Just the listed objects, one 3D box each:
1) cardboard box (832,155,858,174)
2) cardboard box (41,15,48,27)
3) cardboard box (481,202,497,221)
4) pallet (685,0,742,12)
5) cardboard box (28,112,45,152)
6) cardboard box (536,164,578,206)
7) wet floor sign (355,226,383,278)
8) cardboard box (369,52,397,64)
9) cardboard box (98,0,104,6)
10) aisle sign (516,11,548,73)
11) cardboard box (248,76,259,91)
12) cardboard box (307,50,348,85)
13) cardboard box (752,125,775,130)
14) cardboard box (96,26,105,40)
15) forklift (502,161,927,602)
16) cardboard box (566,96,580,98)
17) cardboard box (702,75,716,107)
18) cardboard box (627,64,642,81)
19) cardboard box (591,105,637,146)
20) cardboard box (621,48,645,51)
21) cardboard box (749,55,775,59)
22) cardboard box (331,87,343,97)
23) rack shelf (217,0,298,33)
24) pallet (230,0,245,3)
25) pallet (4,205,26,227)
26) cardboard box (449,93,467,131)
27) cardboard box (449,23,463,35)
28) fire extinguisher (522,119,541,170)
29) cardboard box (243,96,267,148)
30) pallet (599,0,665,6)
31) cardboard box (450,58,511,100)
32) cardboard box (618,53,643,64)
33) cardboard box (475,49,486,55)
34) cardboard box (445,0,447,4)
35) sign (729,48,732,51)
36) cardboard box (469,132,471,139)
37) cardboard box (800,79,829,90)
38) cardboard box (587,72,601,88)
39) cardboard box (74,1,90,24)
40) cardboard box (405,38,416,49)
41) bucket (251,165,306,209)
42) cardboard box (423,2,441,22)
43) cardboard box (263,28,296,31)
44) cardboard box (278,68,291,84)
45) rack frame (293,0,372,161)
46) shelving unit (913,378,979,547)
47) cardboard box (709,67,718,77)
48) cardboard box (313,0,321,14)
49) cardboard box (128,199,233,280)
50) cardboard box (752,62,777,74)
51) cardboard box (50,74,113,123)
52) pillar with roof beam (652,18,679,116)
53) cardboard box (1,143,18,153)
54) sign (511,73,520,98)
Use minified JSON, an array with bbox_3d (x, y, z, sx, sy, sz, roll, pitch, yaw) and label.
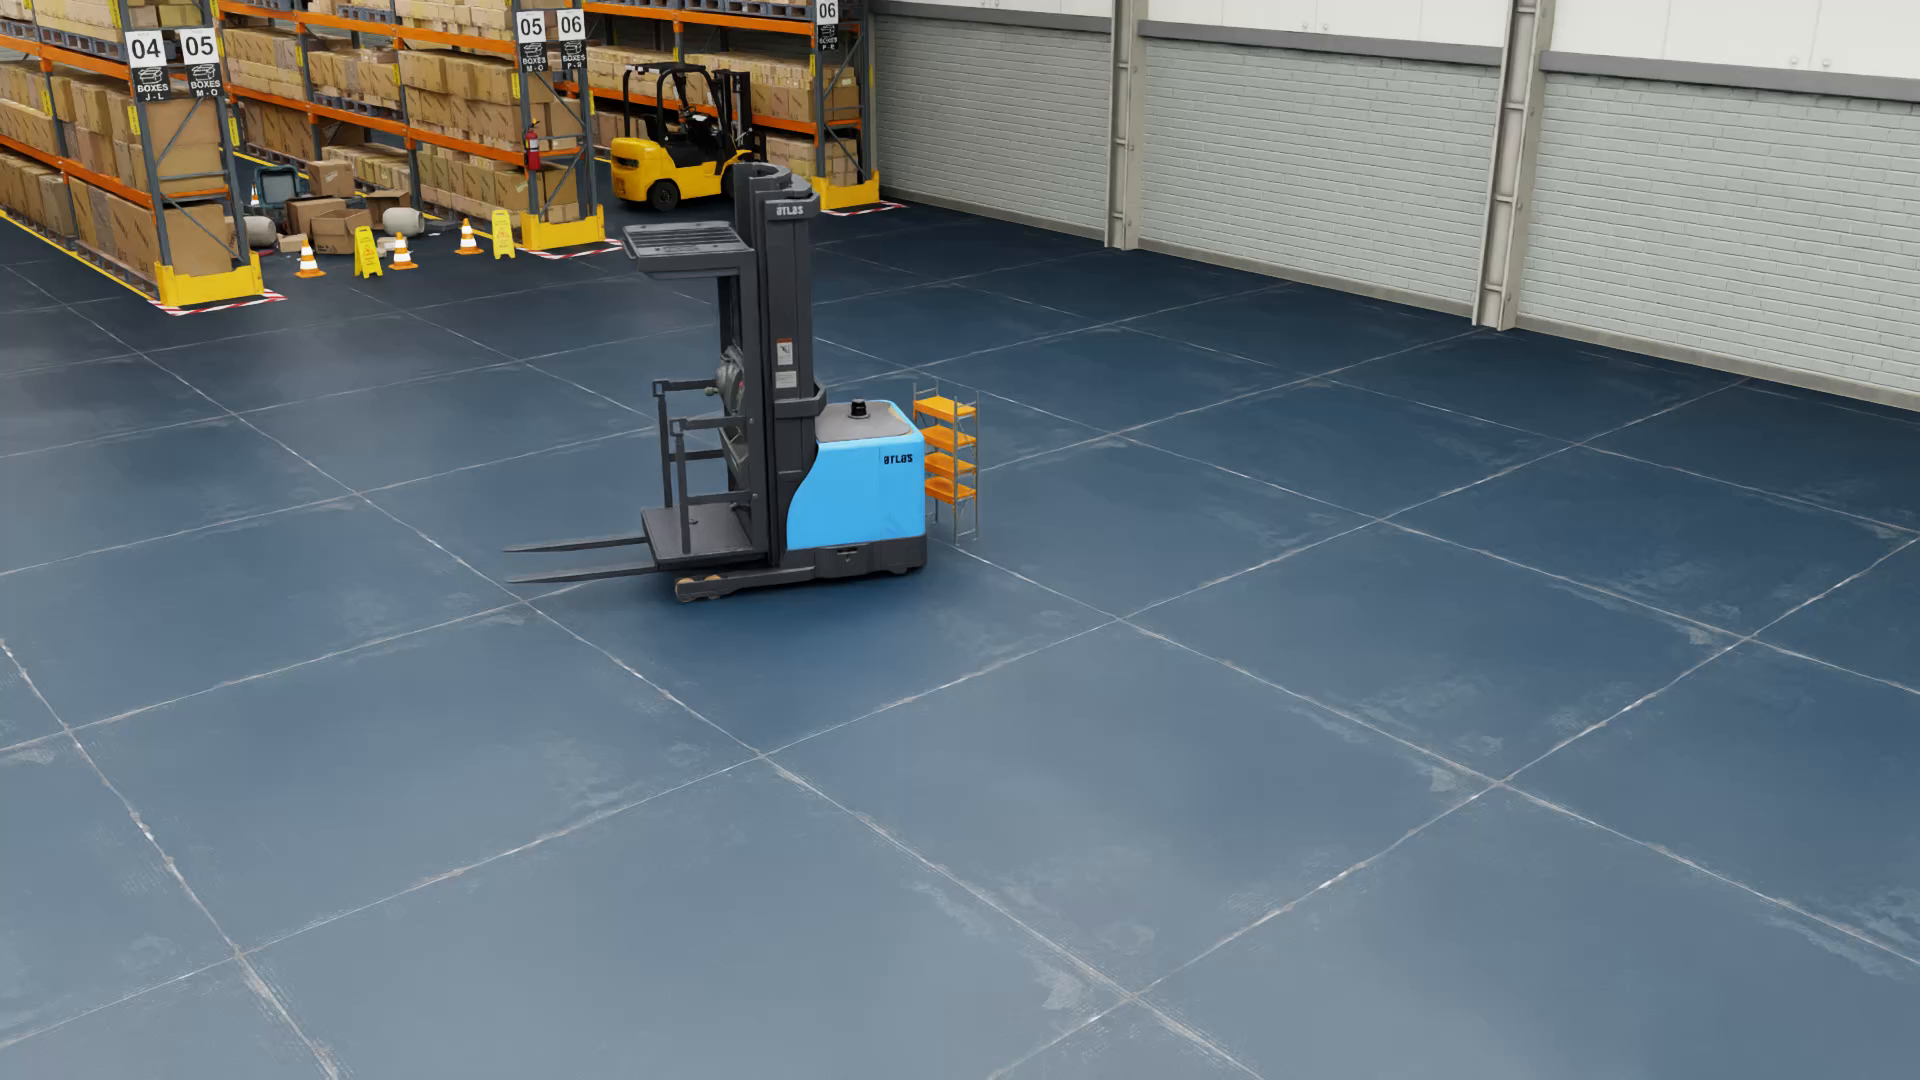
[{"bbox_3d":[-2.001,-6.128,27.025,0.500,0.250,0.500,-17,27,-36],"label":"cardboard box"},{"bbox_3d":[-11.754,-6.786,21.715,0.380,0.149,0.250,-17,27,-37],"label":"cardboard box"},{"bbox_3d":[-6.673,-4.837,24.416,0.500,0.250,0.500,-17,27,-37],"label":"cardboard box"},{"bbox_3d":[-3.886,-9.031,27.938,1.003,0.211,1.213,-17,27,-37],"label":"pallet"},{"bbox_3d":[-12.777,-5.783,23.499,0.500,0.500,0.500,-18,28,-38],"label":"cardboard box"},{"bbox_3d":[-5.942,-5.177,24.255,0.500,0.500,0.500,-19,28,-39],"label":"cardboard box"},{"bbox_3d":[-7.774,-3.778,21.746,0.232,0.644,0.267,17,27,36],"label":"wet floor sign"},{"bbox_3d":[-9.152,-7.667,26.435,0.380,0.149,0.250,-18,28,-39],"label":"cardboard box"},{"bbox_3d":[-9.932,-6.386,19.601,0.380,0.149,0.250,-17,27,-37],"label":"cardboard box"},{"bbox_3d":[-5.789,-6.742,22.520,0.394,0.787,0.004,-17,27,-37],"label":"aisle sign"},{"bbox_3d":[-12.694,-8.391,30.500,0.500,0.250,0.500,-18,28,-38],"label":"cardboard box"},{"bbox_3d":[-10.713,-8.029,28.250,0.500,0.500,0.500,-18,28,-39],"label":"cardboard box"},{"bbox_3d":[-3.333,-6.917,28.355,0.500,0.250,0.500,-17,27,-37],"label":"cardboard box"},{"bbox_3d":[-10.099,-6.085,19.925,0.380,0.149,0.250,-17,27,-37],"label":"cardboard box"},{"bbox_3d":[-1.819,-1.137,11.868,3.031,2.935,1.130,-6,22,-15],"label":"forklift"},{"bbox_3d":[-7.661,-8.789,33.273,0.380,0.149,0.250,-19,28,-40],"label":"cardboard box"},{"bbox_3d":[-4.018,-7.627,28.208,0.500,0.500,0.500,-17,27,-37],"label":"cardboard box"},{"bbox_3d":[-5.647,-8.426,29.905,0.500,0.250,0.500,-17,27,-36],"label":"cardboard box"},{"bbox_3d":[-6.677,-7.925,31.785,0.875,0.625,0.625,-16,27,-36],"label":"cardboard box"},{"bbox_3d":[-6.116,-9.135,31.166,0.380,0.149,0.250,-18,28,-38],"label":"cardboard box"},{"bbox_3d":[-3.345,-8.096,28.108,0.380,0.149,0.250,-18,28,-38],"label":"cardboard box"},{"bbox_3d":[-10.293,-7.519,27.836,0.380,0.149,0.250,-17,27,-37],"label":"cardboard box"},{"bbox_3d":[-12.137,-9.442,29.852,1.077,0.370,4.000,-17,27,-37],"label":"rack shelf"},{"bbox_3d":[-12.806,-9.999,30.550,0.805,0.209,1.217,-19,28,-39],"label":"pallet"},{"bbox_3d":[-14.058,-5.087,25.684,1.003,0.211,1.213,-17,27,-37],"label":"pallet"},{"bbox_3d":[-7.136,-6.310,24.437,0.500,0.500,0.500,-17,27,-37],"label":"cardboard box"},{"bbox_3d":[-7.090,-7.343,23.851,0.380,0.149,0.250,-18,28,-38],"label":"cardboard box"},{"bbox_3d":[-5.884,-5.440,22.867,0.296,0.674,0.183,-17,27,-37],"label":"fire extinguisher"},{"bbox_3d":[-12.977,-7.987,31.601,0.875,0.875,0.875,-16,27,-36],"label":"cardboard box"},{"bbox_3d":[-5.830,-9.845,30.152,1.003,0.211,1.213,-16,26,-35],"label":"pallet"},{"bbox_3d":[-6.844,-6.615,23.845,0.700,0.500,0.500,-18,28,-38],"label":"cardboard box"},{"bbox_3d":[-5.942,-8.696,30.048,0.380,0.149,0.250,-18,28,-39],"label":"cardboard box"},{"bbox_3d":[-9.538,-10.171,34.126,0.700,0.500,0.500,-17,27,-36],"label":"cardboard box"},{"bbox_3d":[-7.185,-7.799,23.922,0.380,0.149,0.250,-17,27,-36],"label":"cardboard box"},{"bbox_3d":[-4.043,-8.478,29.221,0.100,0.325,0.005,-17,27,-37],"label":"sign"},{"bbox_3d":[-6.998,-5.980,24.483,0.380,0.149,0.250,-17,27,-37],"label":"cardboard box"},{"bbox_3d":[-2.290,-7.178,26.171,0.380,0.149,0.250,-17,27,-37],"label":"cardboard box"},{"bbox_3d":[-6.644,-8.620,31.085,0.500,0.250,0.500,-18,28,-39],"label":"cardboard box"},{"bbox_3d":[-10.477,-6.465,20.349,0.500,0.250,0.500,-18,27,-38],"label":"cardboard box"},{"bbox_3d":[-11.874,-10.961,36.653,0.500,0.250,0.500,-17,27,-37],"label":"cardboard box"},{"bbox_3d":[-10.069,-5.211,24.581,0.726,0.611,0.620,-8,13,-19],"label":"bucket"},{"bbox_3d":[-7.480,-7.720,24.265,0.500,0.250,0.500,-17,27,-37],"label":"cardboard box"},{"bbox_3d":[-12.617,-9.240,30.955,0.500,0.500,0.500,-17,27,-36],"label":"cardboard box"},{"bbox_3d":[-11.677,-8.205,29.340,0.500,0.250,0.500,-18,28,-39],"label":"cardboard box"},{"bbox_3d":[-10.831,-7.828,28.857,1.000,3.000,0.127,-17,27,-37],"label":"rack frame"},{"bbox_3d":[-0.108,-0.604,12.882,0.258,1.200,0.503,-17,27,-37],"label":"shelving unit"},{"bbox_3d":[-3.987,-7.881,27.966,0.380,0.149,0.250,-17,27,-36],"label":"cardboard box"},{"bbox_3d":[-10.588,-8.964,27.829,0.396,0.266,0.258,-17,27,-37],"label":"cardboard box"},{"bbox_3d":[-9.786,-3.789,20.883,0.875,0.875,0.875,-17,27,-37],"label":"cardboard box"},{"bbox_3d":[-3.154,-7.665,27.006,0.380,0.149,0.250,-17,27,-36],"label":"cardboard box"},{"bbox_3d":[-11.690,-5.979,22.450,0.875,0.550,0.550,-17,27,-37],"label":"cardboard box"},{"bbox_3d":[-8.801,-10.634,27.794,9.100,9.000,0.400,-17,27,-37],"label":"pillar with roof beam"},{"bbox_3d":[-15.160,-6.129,26.343,0.500,0.250,0.500,-18,28,-39],"label":"cardboard box"},{"bbox_3d":[-6.043,-6.177,22.622,0.100,0.325,0.005,-17,27,-37],"label":"sign"}]
